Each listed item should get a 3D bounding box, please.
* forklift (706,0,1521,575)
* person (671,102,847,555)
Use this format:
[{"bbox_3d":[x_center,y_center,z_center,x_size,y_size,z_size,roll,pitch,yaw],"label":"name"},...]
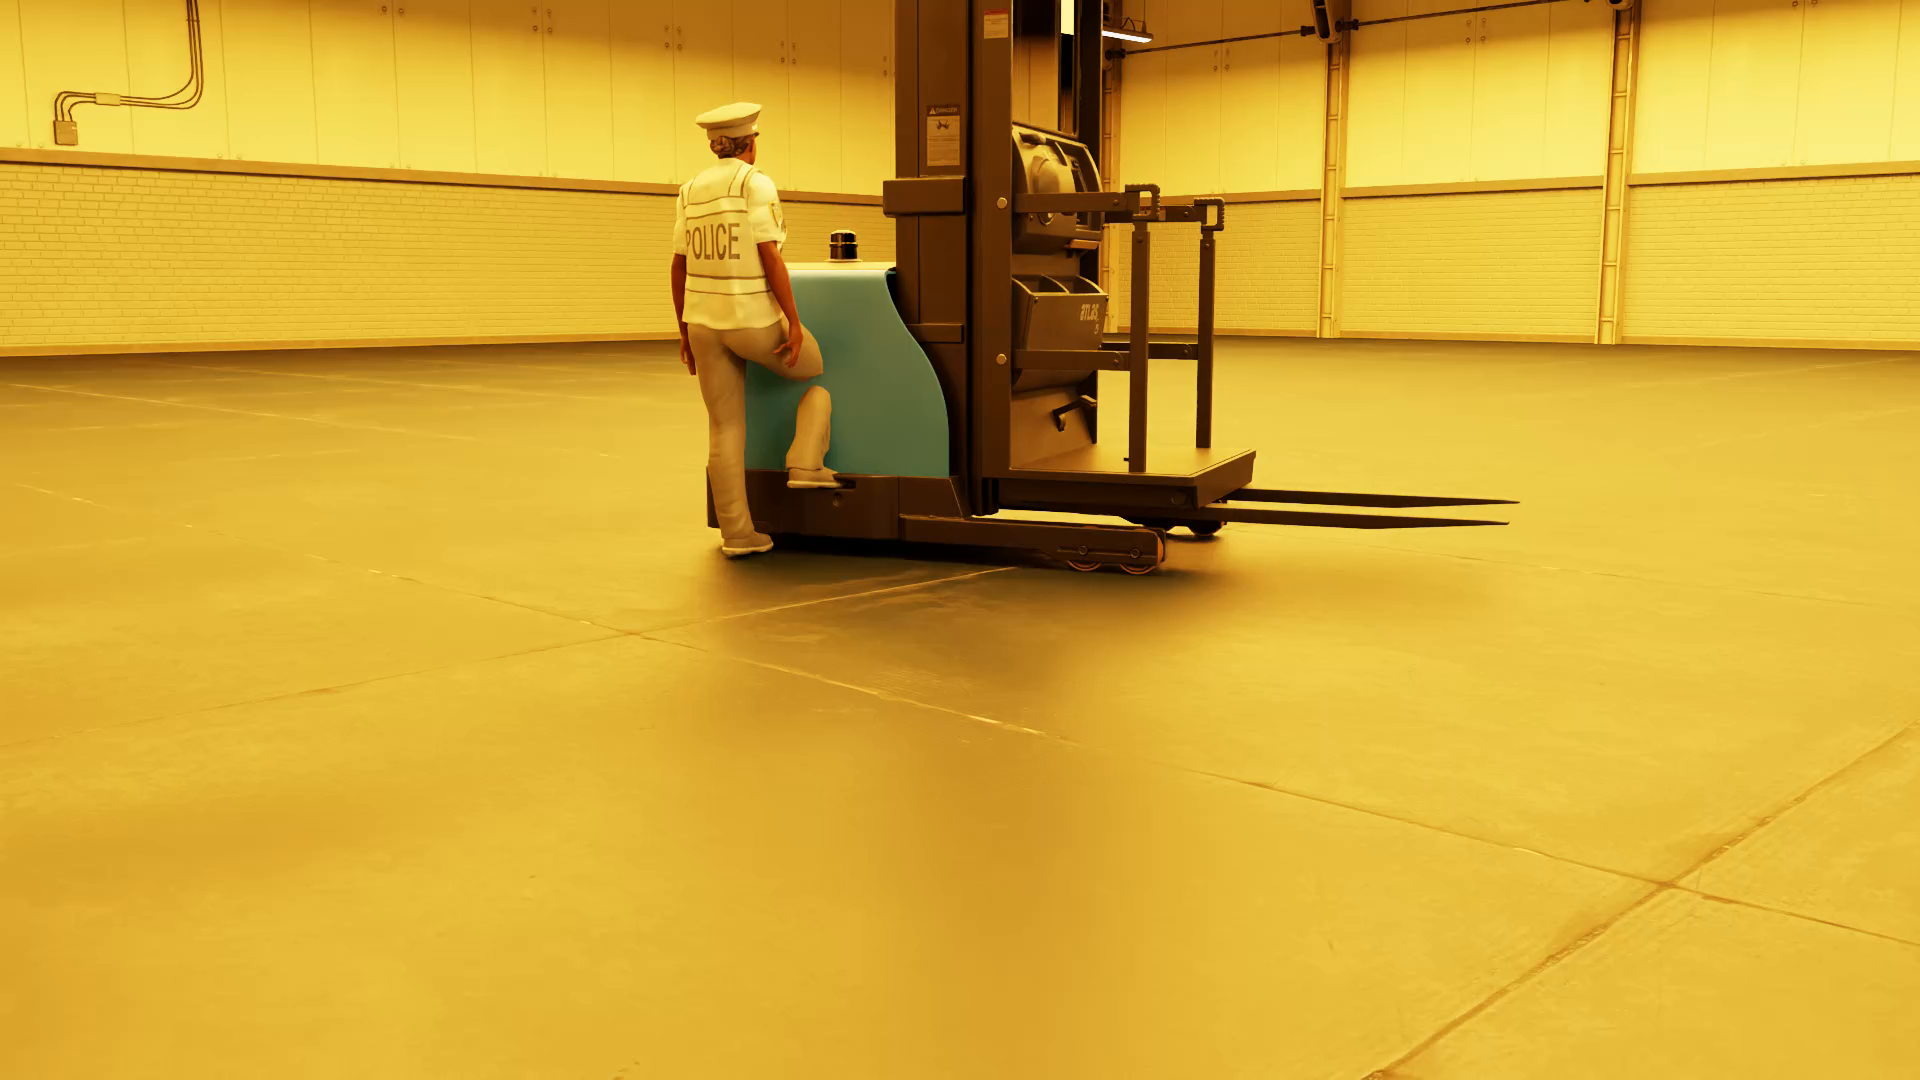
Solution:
[{"bbox_3d":[0.565,-1.416,6.275,3.031,2.935,1.130,3,9,22],"label":"forklift"},{"bbox_3d":[-0.750,-0.786,6.243,0.571,1.680,0.567,5,10,29],"label":"person"}]
